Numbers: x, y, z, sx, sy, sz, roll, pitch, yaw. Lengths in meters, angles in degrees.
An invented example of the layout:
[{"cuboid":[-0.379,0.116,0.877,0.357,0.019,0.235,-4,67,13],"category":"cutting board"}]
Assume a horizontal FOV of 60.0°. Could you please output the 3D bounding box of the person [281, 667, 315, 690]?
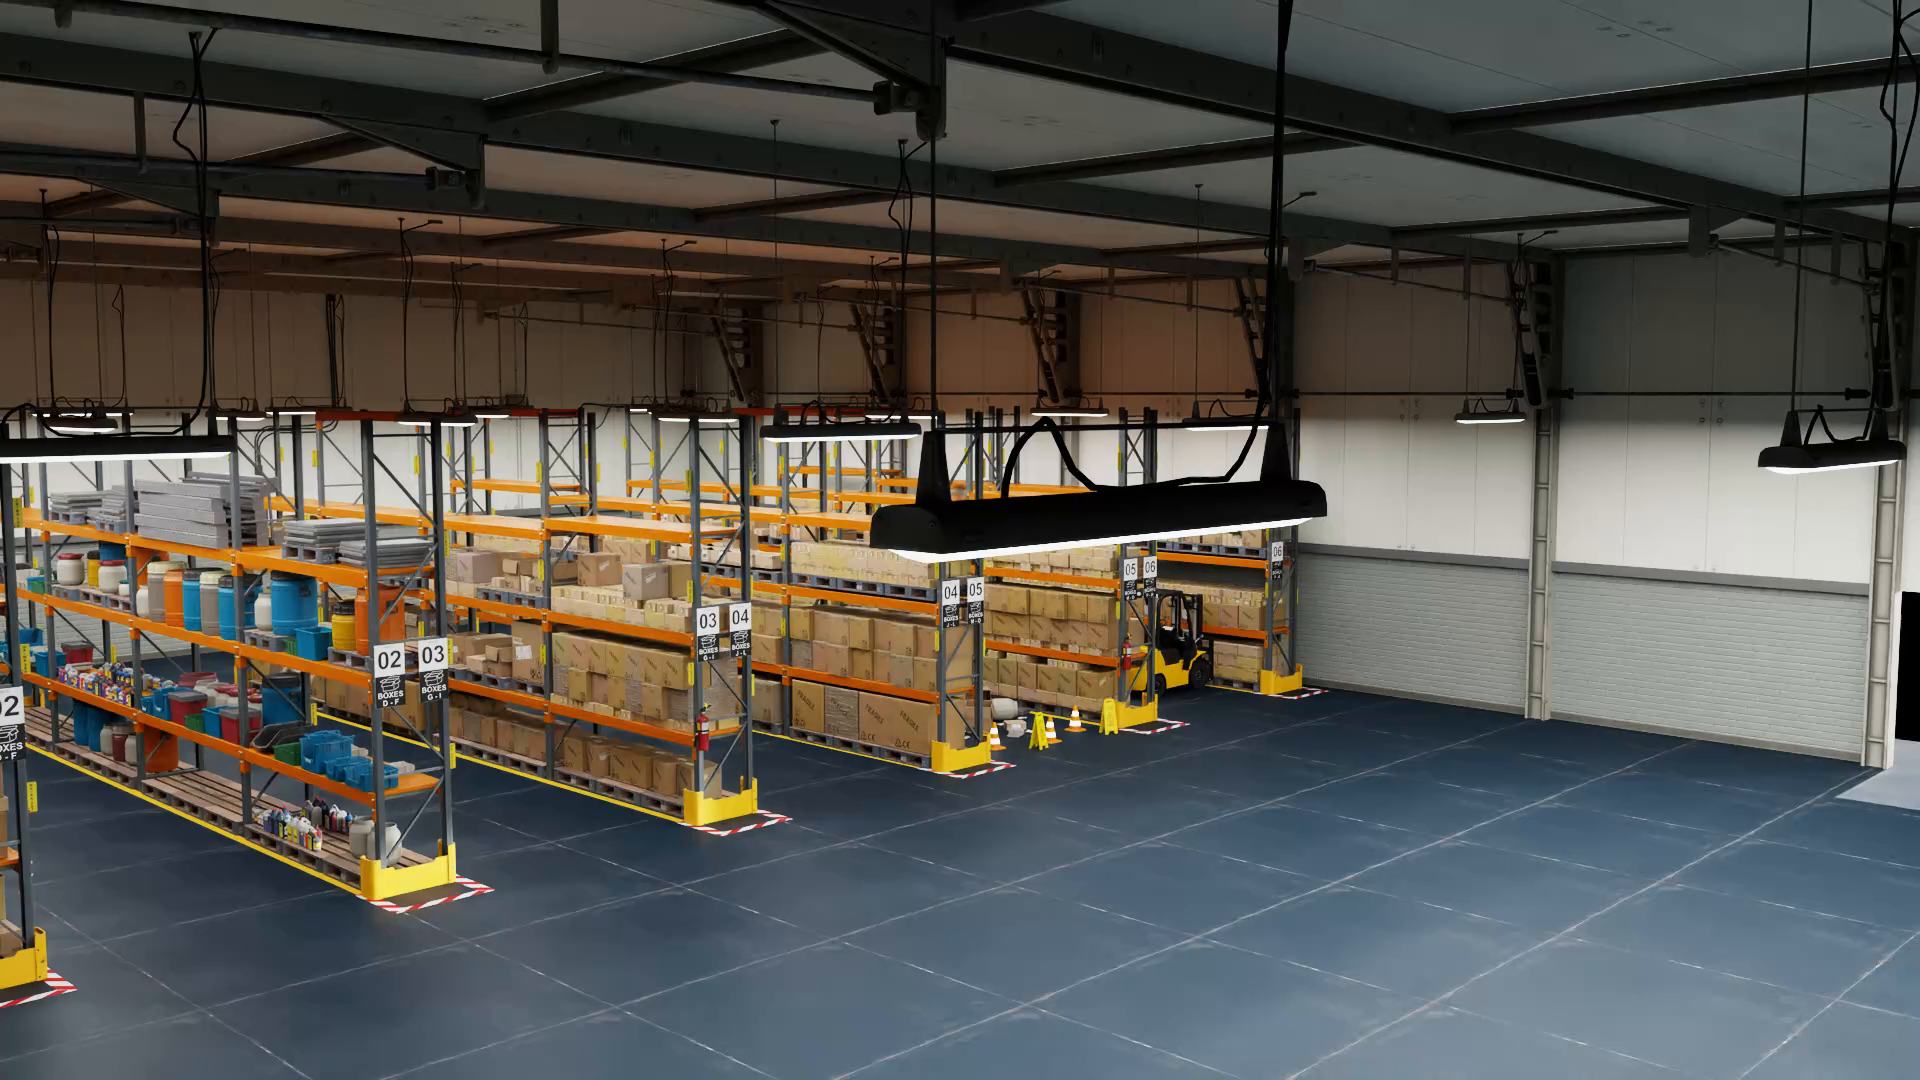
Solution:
[{"cuboid":[-12.177,2.776,30.736,0.621,1.630,0.560,5,7,42],"category":"person"}]
